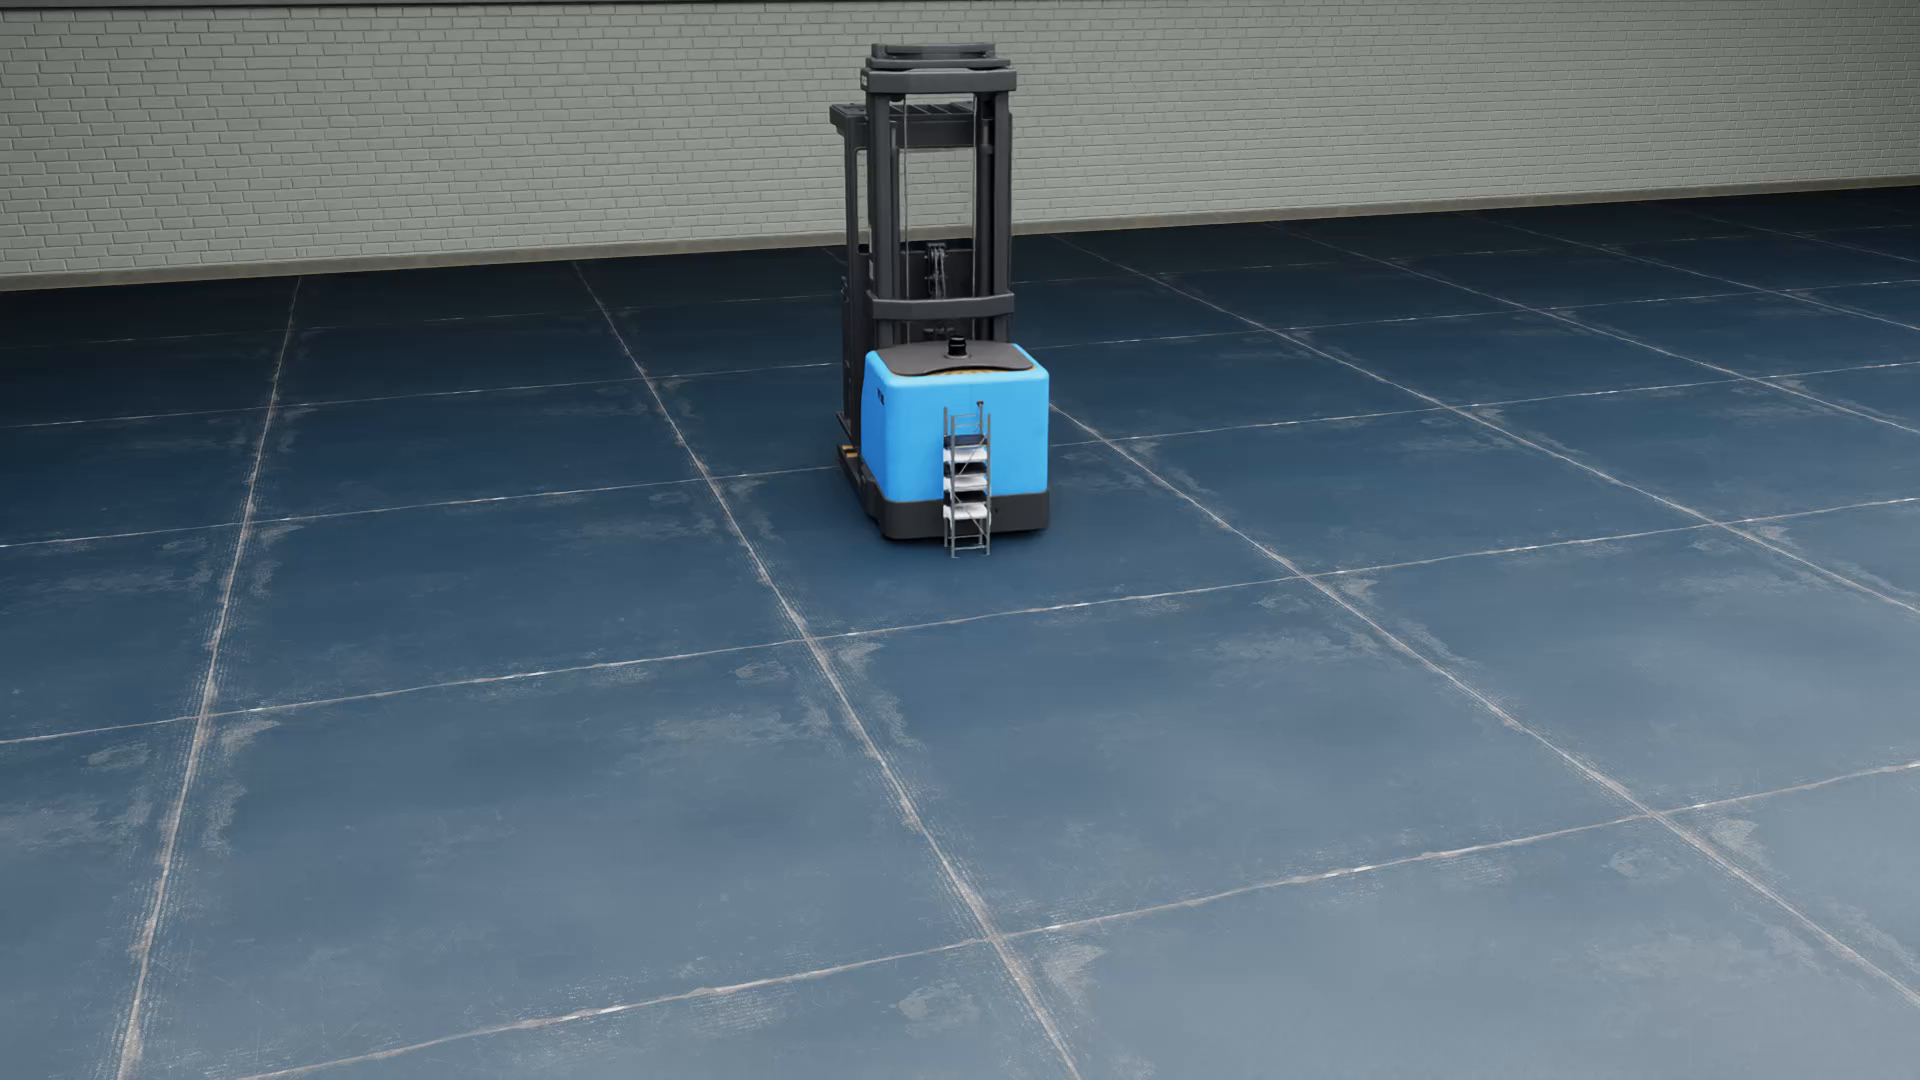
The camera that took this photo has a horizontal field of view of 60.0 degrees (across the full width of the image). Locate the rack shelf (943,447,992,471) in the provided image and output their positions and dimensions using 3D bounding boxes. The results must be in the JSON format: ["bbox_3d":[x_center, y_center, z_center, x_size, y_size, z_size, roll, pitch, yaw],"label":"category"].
[{"bbox_3d":[0.043,-0.489,10.013,0.258,0.077,0.200,-4,20,-12],"label":"rack shelf"}]

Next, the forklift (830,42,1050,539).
[{"bbox_3d":[-0.256,-1.847,11.222,1.130,2.935,3.031,-4,20,-12],"label":"forklift"}]

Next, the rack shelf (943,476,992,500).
[{"bbox_3d":[0.043,-0.320,10.074,0.258,0.077,0.200,-4,20,-12],"label":"rack shelf"}]

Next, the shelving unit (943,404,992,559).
[{"bbox_3d":[0.043,-0.351,10.063,0.258,0.900,0.210,-4,20,-12],"label":"shelving unit"}]

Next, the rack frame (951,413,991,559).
[{"bbox_3d":[0.064,-0.318,9.970,0.240,0.900,0.006,-4,20,-12],"label":"rack frame"}]

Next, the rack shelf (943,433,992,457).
[{"bbox_3d":[0.043,-0.574,9.983,0.258,0.077,0.200,-4,20,-12],"label":"rack shelf"}]

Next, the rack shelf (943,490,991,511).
[{"bbox_3d":[0.043,-0.235,10.105,0.258,0.077,0.200,-4,20,-12],"label":"rack shelf"}]

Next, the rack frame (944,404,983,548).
[{"bbox_3d":[0.021,-0.385,10.157,0.240,0.900,0.006,-4,20,-12],"label":"rack frame"}]

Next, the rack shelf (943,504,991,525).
[{"bbox_3d":[0.043,-0.150,10.135,0.258,0.077,0.200,-4,20,-12],"label":"rack shelf"}]

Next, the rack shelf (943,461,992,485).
[{"bbox_3d":[0.043,-0.405,10.044,0.258,0.077,0.200,-4,20,-12],"label":"rack shelf"}]
